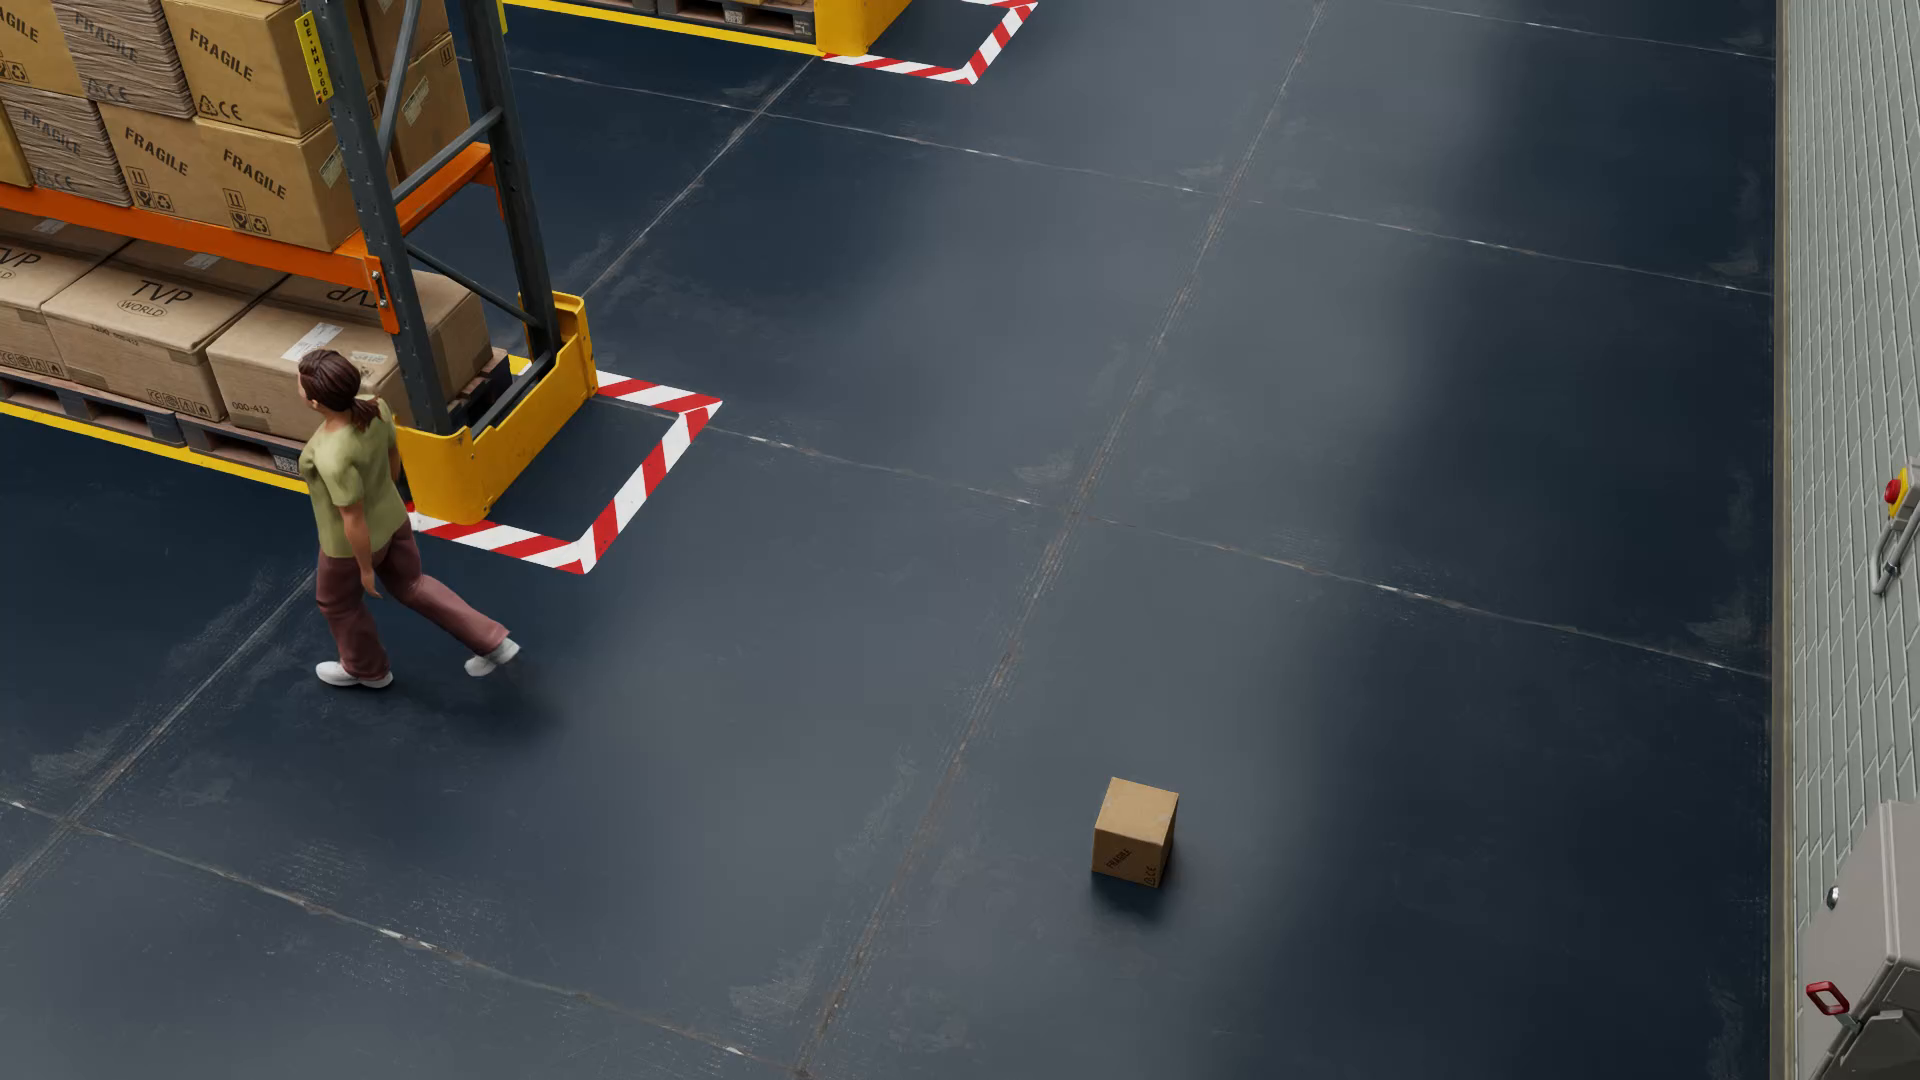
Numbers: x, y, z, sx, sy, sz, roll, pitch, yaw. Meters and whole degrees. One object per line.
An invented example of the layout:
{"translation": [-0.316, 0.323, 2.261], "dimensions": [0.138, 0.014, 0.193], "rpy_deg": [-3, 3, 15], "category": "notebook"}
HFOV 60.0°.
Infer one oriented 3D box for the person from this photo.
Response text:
{"translation": [-2.165, -0.036, 6.190], "dimensions": [0.869, 1.640, 0.452], "rpy_deg": [10, 43, 11], "category": "person"}
